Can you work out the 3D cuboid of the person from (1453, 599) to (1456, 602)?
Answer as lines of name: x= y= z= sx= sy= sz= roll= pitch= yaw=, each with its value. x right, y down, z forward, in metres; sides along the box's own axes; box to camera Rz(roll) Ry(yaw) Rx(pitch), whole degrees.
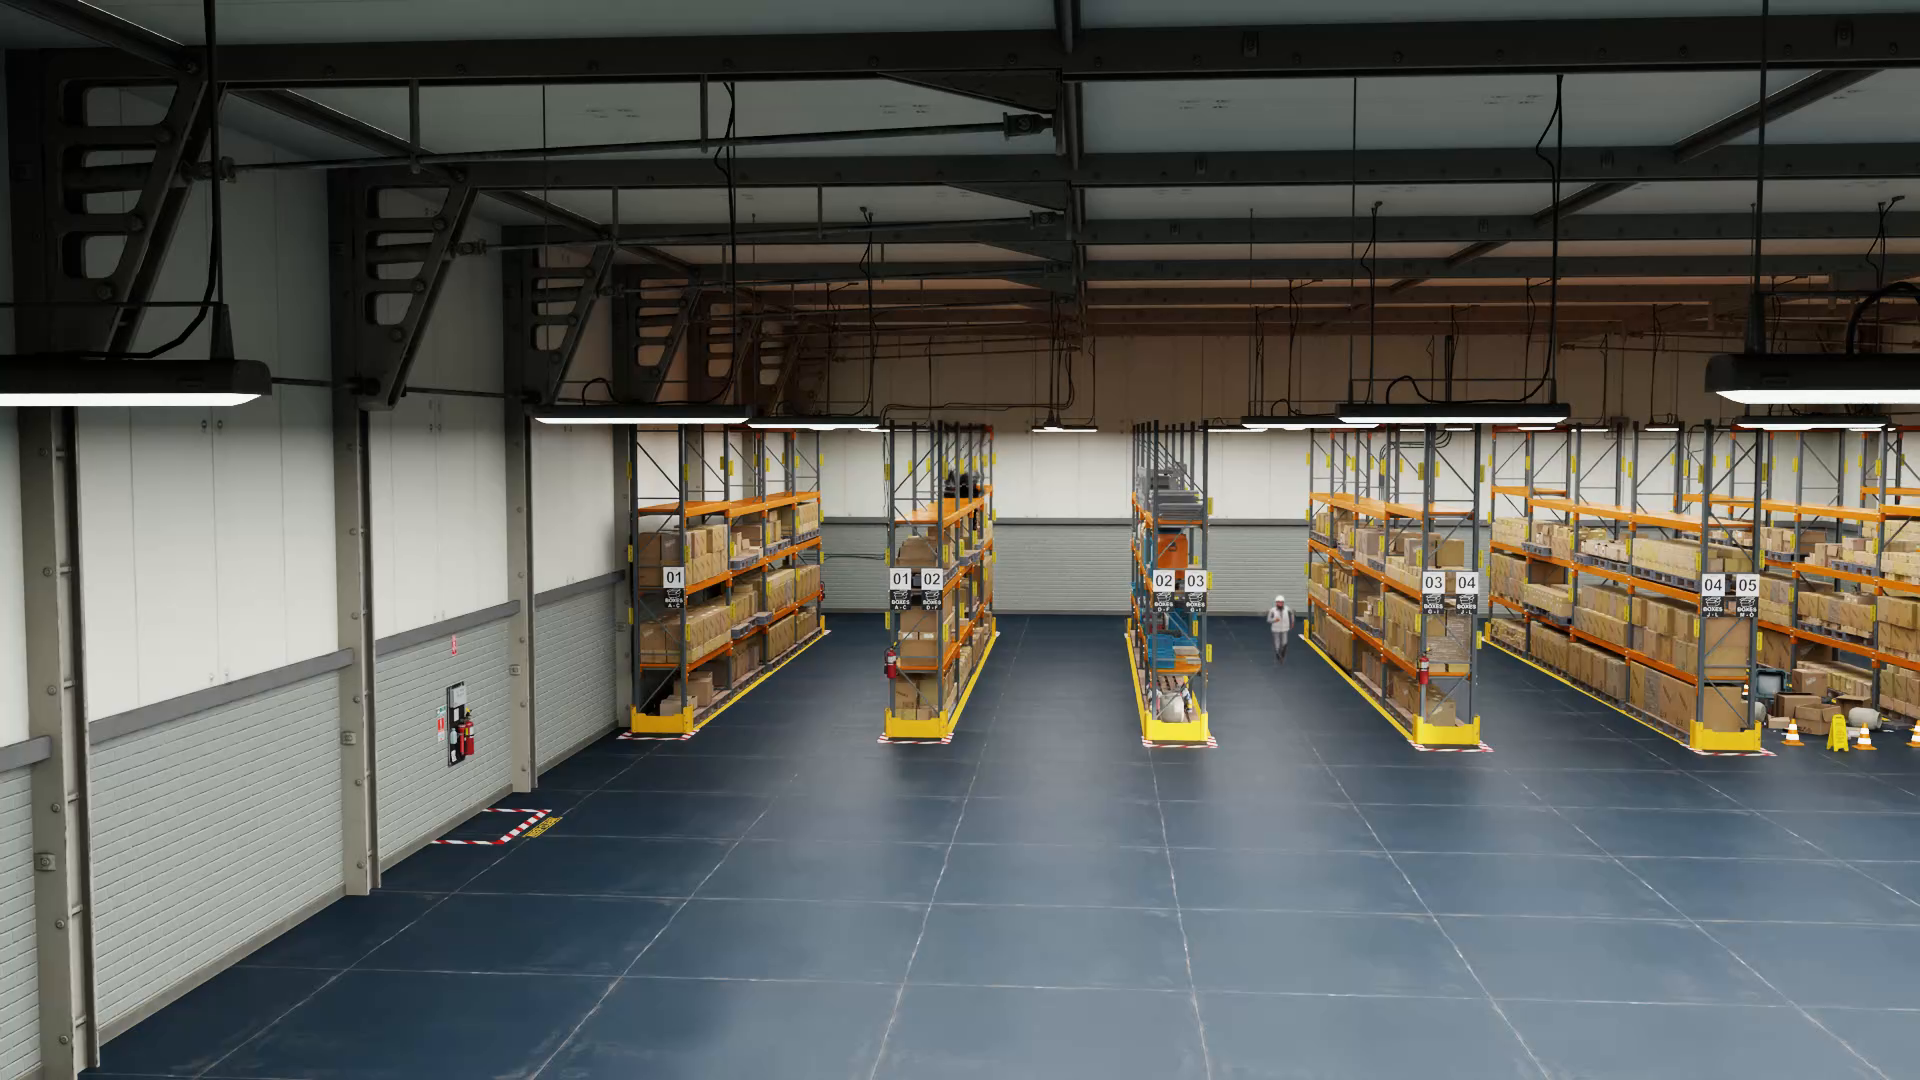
person: x=13.222 y=2.079 z=43.708 sx=0.672 sy=1.795 sz=0.966 roll=1 pitch=4 yaw=10

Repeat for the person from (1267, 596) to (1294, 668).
person: x=7.897 y=2.251 z=40.951 sx=0.681 sy=1.771 sz=0.813 roll=0 pitch=4 yaw=6
